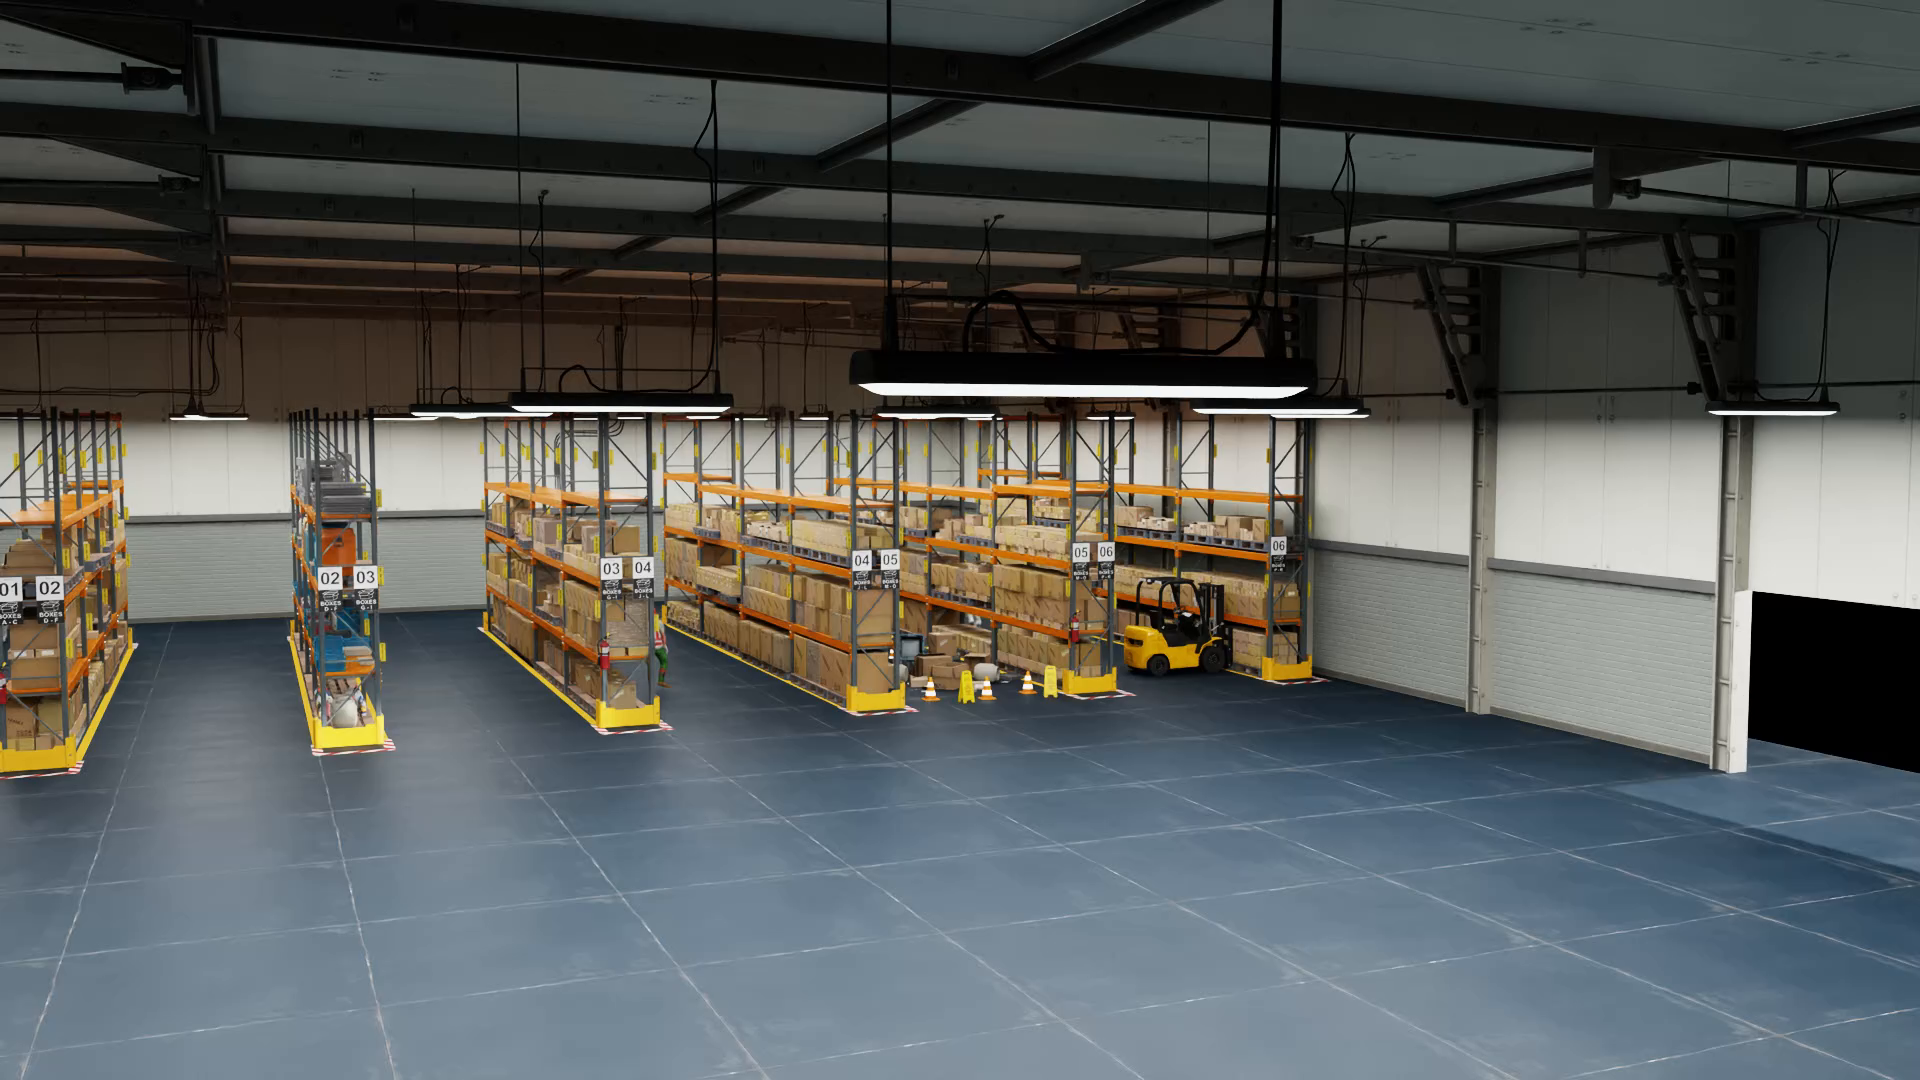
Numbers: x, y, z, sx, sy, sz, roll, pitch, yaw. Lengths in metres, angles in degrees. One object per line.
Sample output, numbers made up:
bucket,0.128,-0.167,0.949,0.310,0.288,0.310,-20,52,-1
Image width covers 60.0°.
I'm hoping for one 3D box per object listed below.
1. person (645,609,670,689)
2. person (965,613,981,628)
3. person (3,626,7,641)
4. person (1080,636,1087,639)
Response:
person,-6.553,2.321,35.658,0.650,1.775,0.441,0,4,0
person,0.410,1.666,45.248,0.403,1.802,0.593,4,5,42
person,-24.970,1.821,43.062,0.692,1.721,1.064,-2,4,-21
person,2.881,2.142,39.630,0.455,1.715,0.595,-2,4,-27
